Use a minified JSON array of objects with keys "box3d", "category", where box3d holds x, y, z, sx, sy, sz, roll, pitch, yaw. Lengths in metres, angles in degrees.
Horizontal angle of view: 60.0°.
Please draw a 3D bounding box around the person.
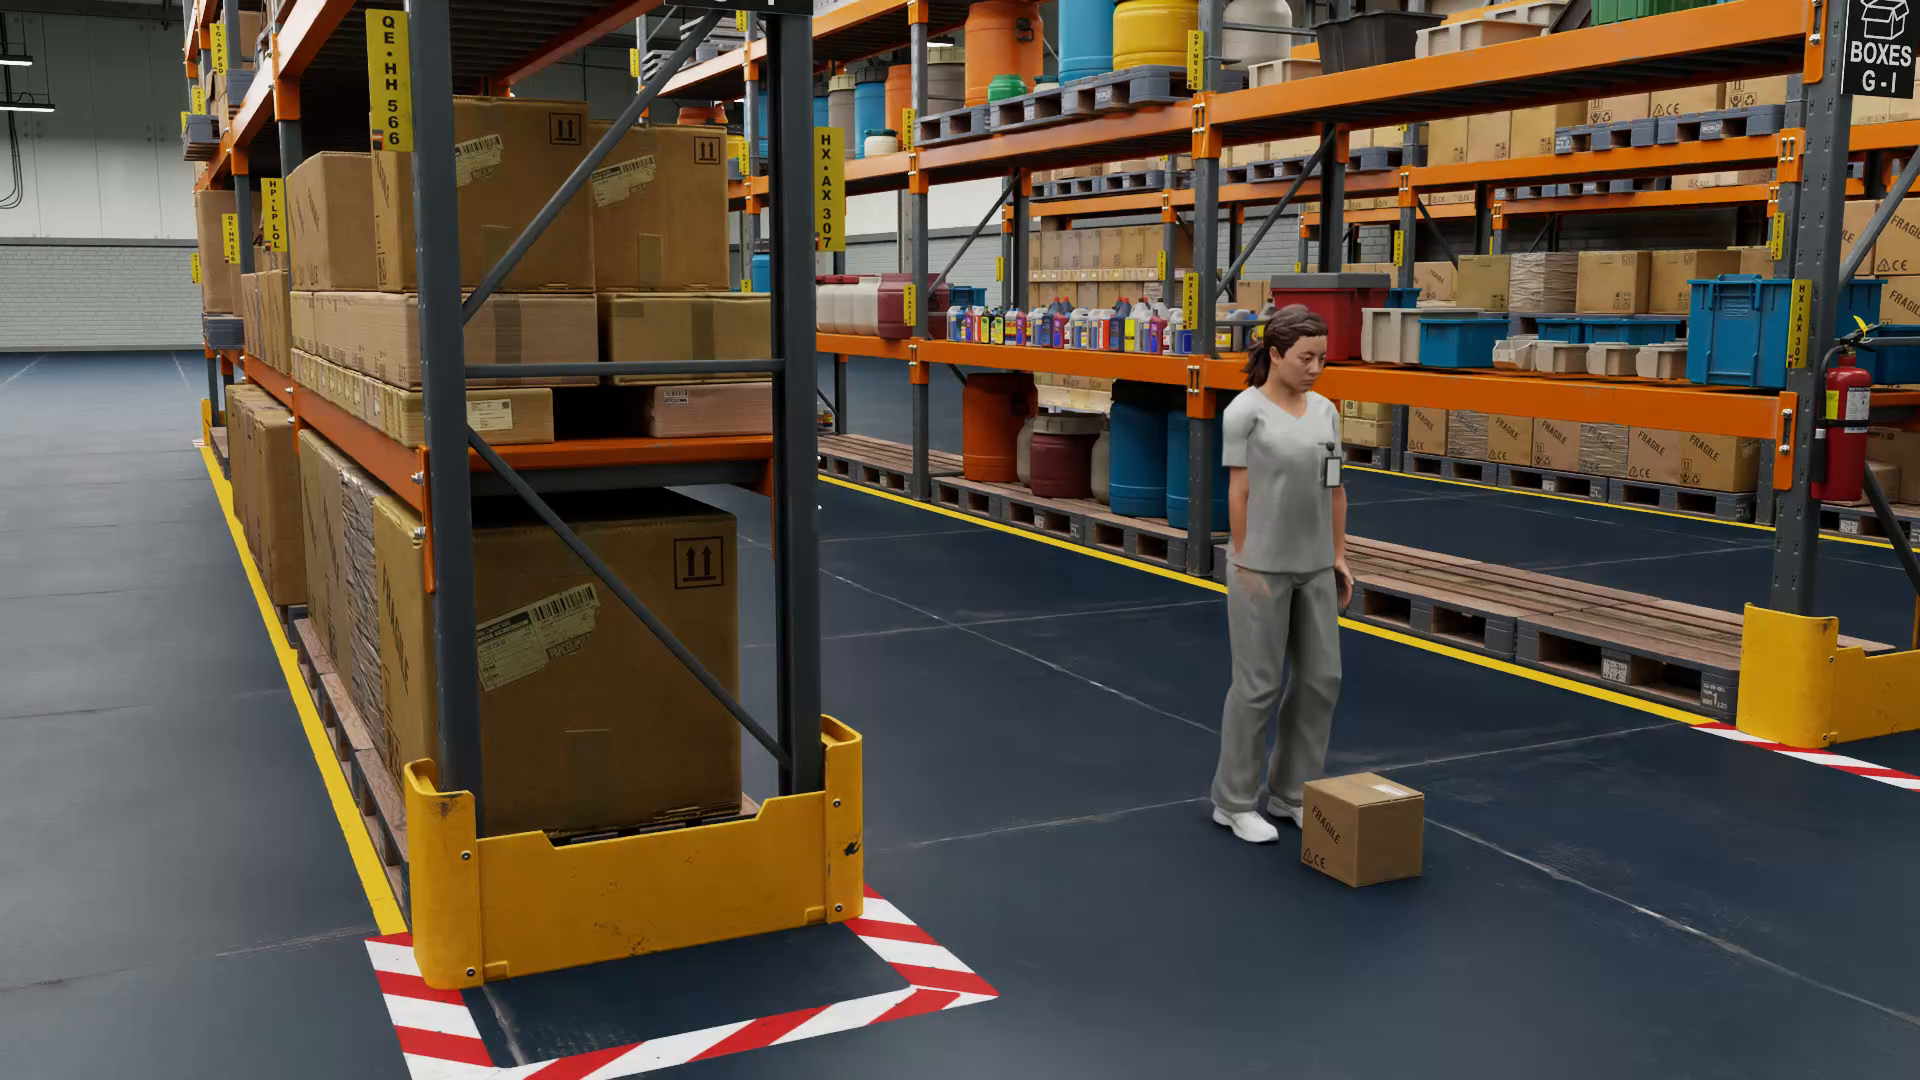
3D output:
[{"box3d":[1.022,0.097,5.252,0.443,1.672,0.367,-4,9,-25],"category":"person"}]
